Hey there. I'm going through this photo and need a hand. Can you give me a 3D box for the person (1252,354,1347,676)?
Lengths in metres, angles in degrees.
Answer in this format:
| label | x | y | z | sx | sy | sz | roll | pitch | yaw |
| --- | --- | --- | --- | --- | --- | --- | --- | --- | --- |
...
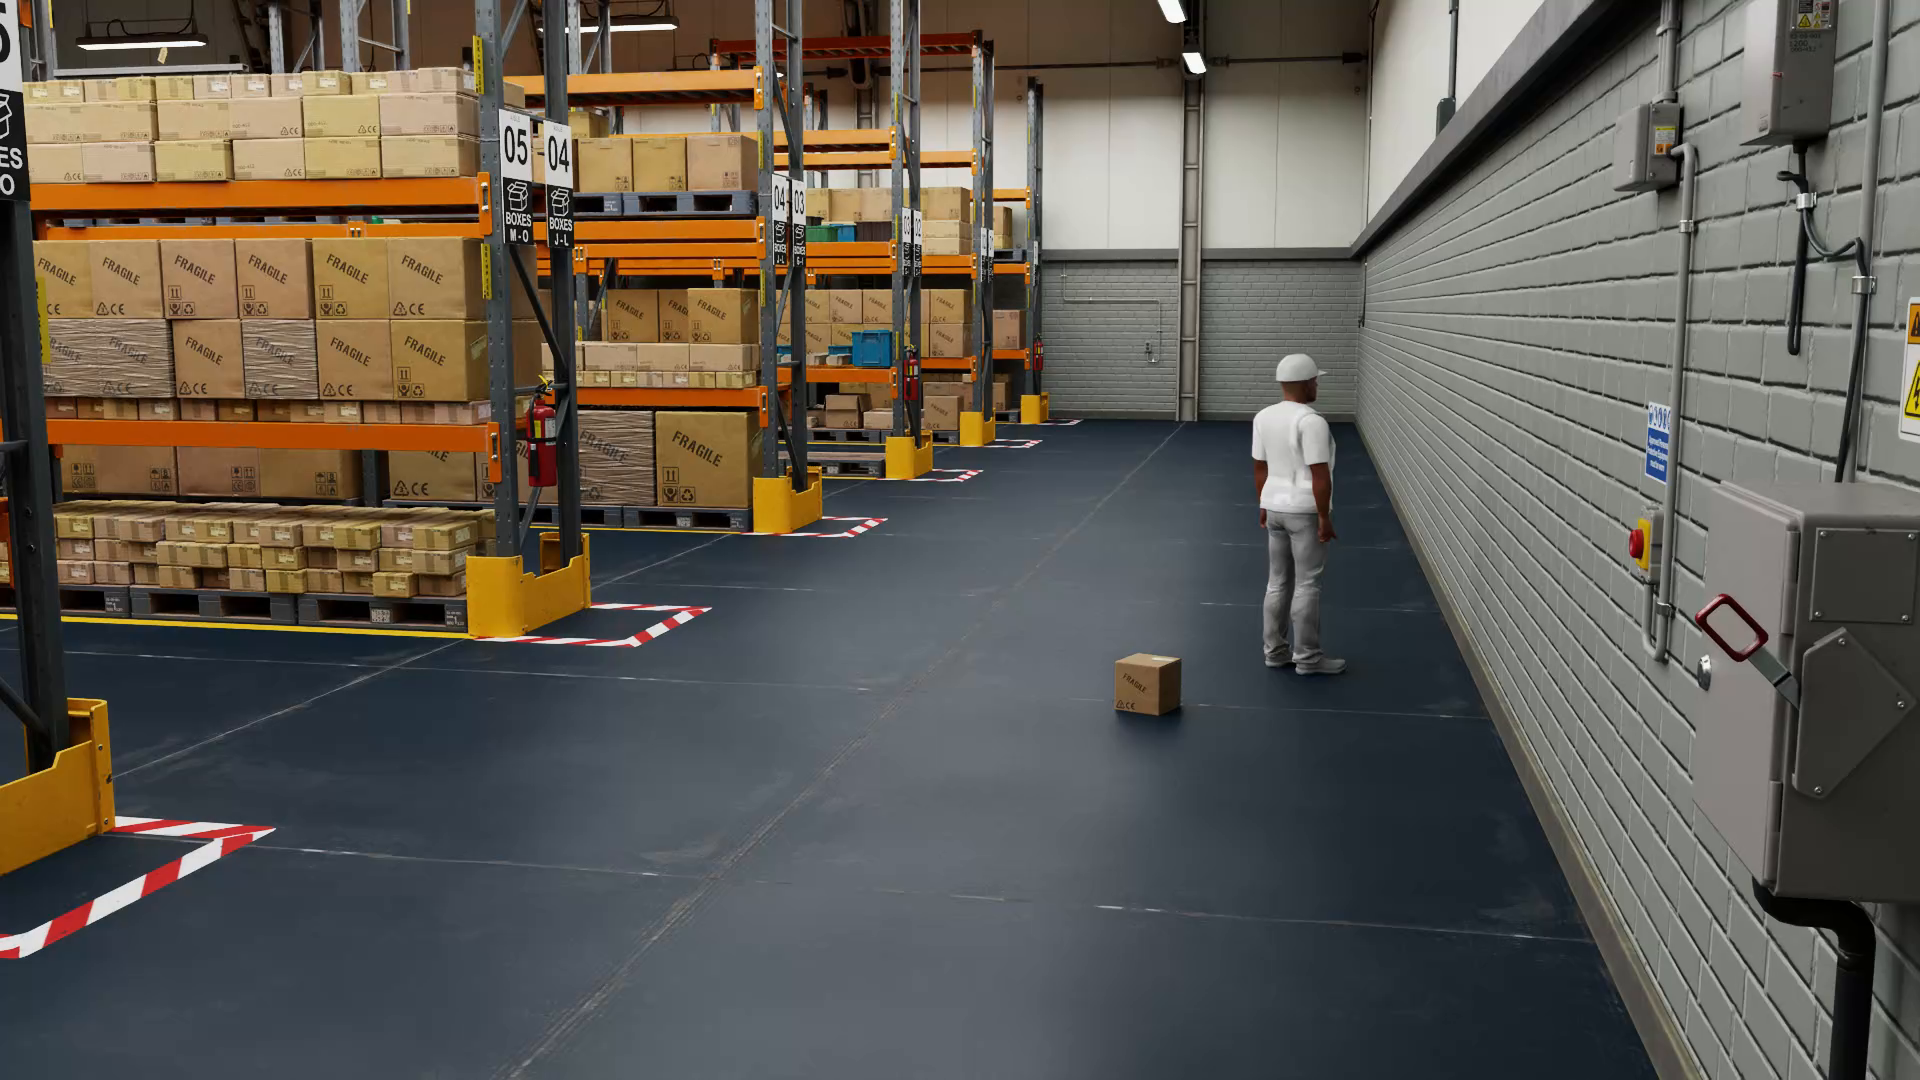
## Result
| label | x | y | z | sx | sy | sz | roll | pitch | yaw |
| --- | --- | --- | --- | --- | --- | --- | --- | --- | --- |
| person | 1.895 | -0.151 | 9.302 | 0.379 | 1.770 | 0.552 | -5 | 9 | -32 |
